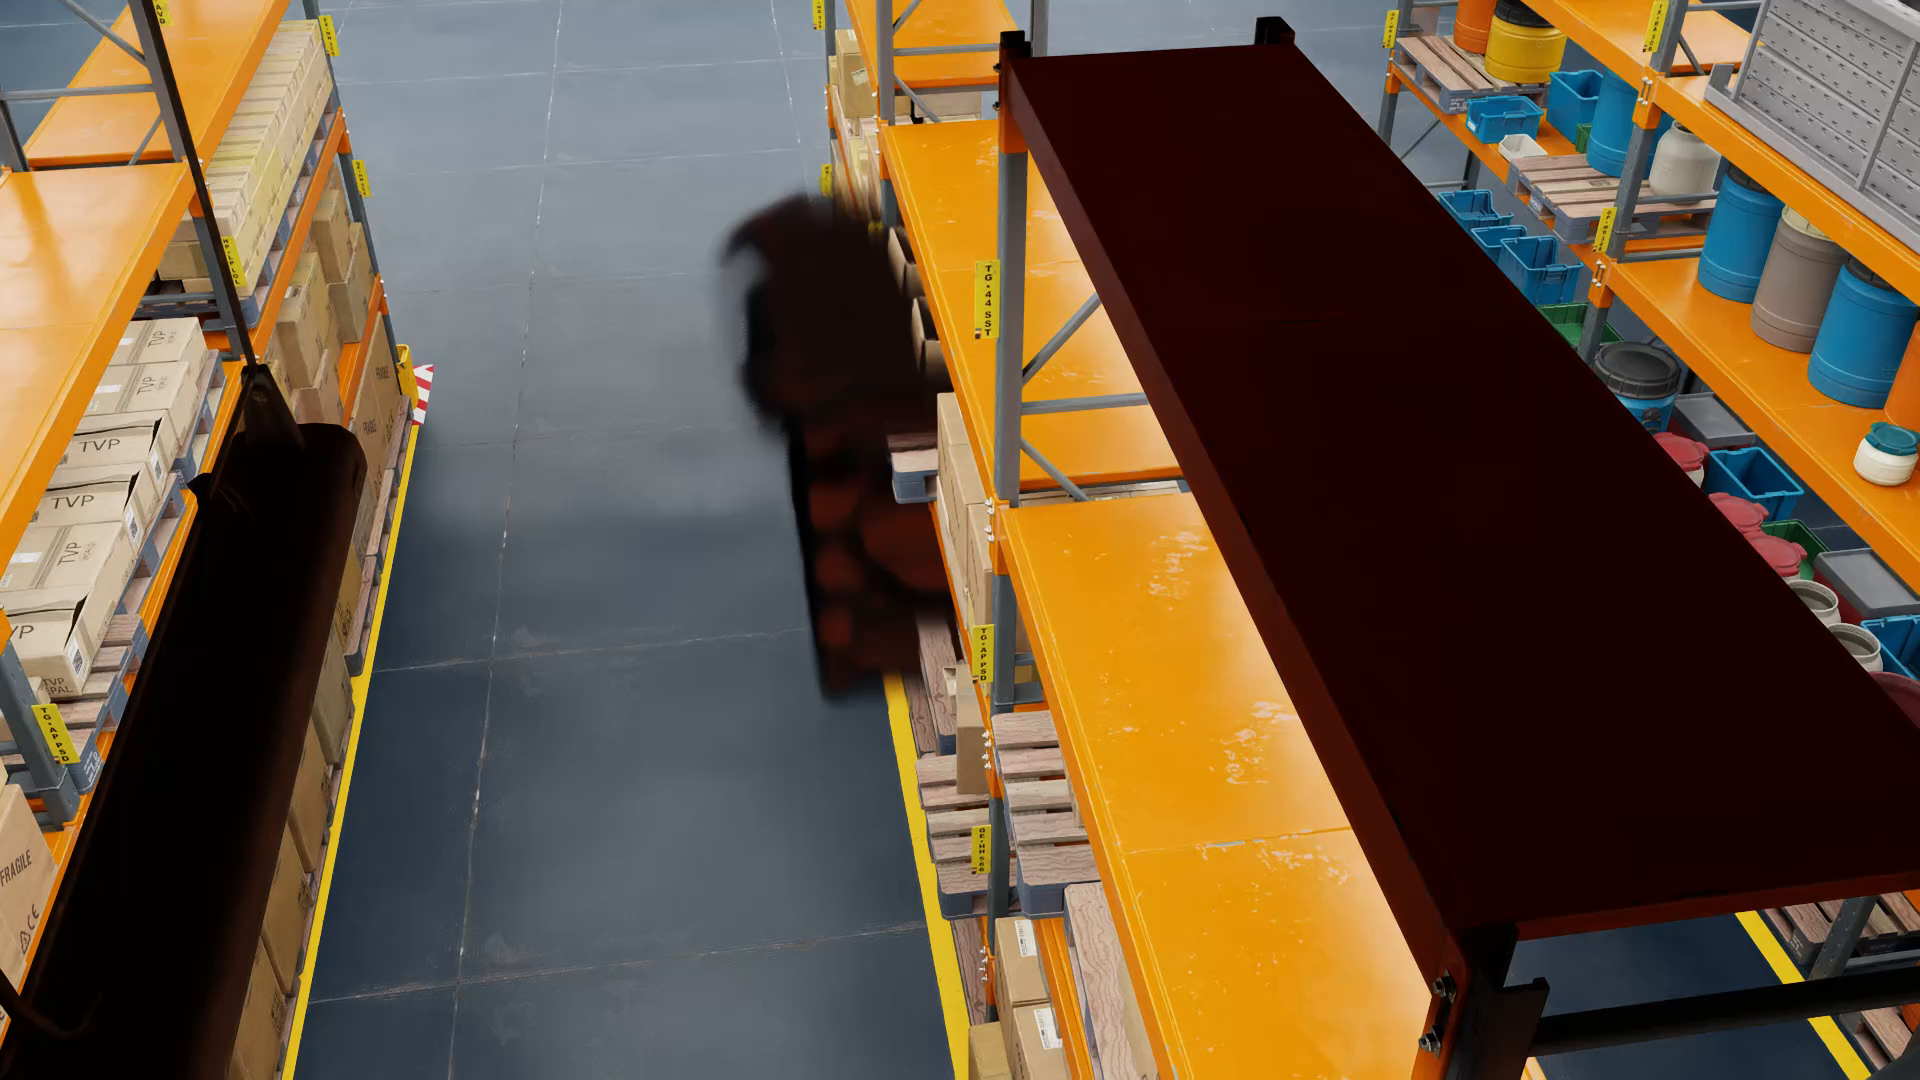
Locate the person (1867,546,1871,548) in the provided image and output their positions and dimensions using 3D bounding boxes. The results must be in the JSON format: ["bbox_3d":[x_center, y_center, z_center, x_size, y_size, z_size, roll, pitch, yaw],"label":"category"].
[{"bbox_3d":[6.134,0.489,11.457,0.522,1.692,0.480,26,44,31],"label":"person"}]
